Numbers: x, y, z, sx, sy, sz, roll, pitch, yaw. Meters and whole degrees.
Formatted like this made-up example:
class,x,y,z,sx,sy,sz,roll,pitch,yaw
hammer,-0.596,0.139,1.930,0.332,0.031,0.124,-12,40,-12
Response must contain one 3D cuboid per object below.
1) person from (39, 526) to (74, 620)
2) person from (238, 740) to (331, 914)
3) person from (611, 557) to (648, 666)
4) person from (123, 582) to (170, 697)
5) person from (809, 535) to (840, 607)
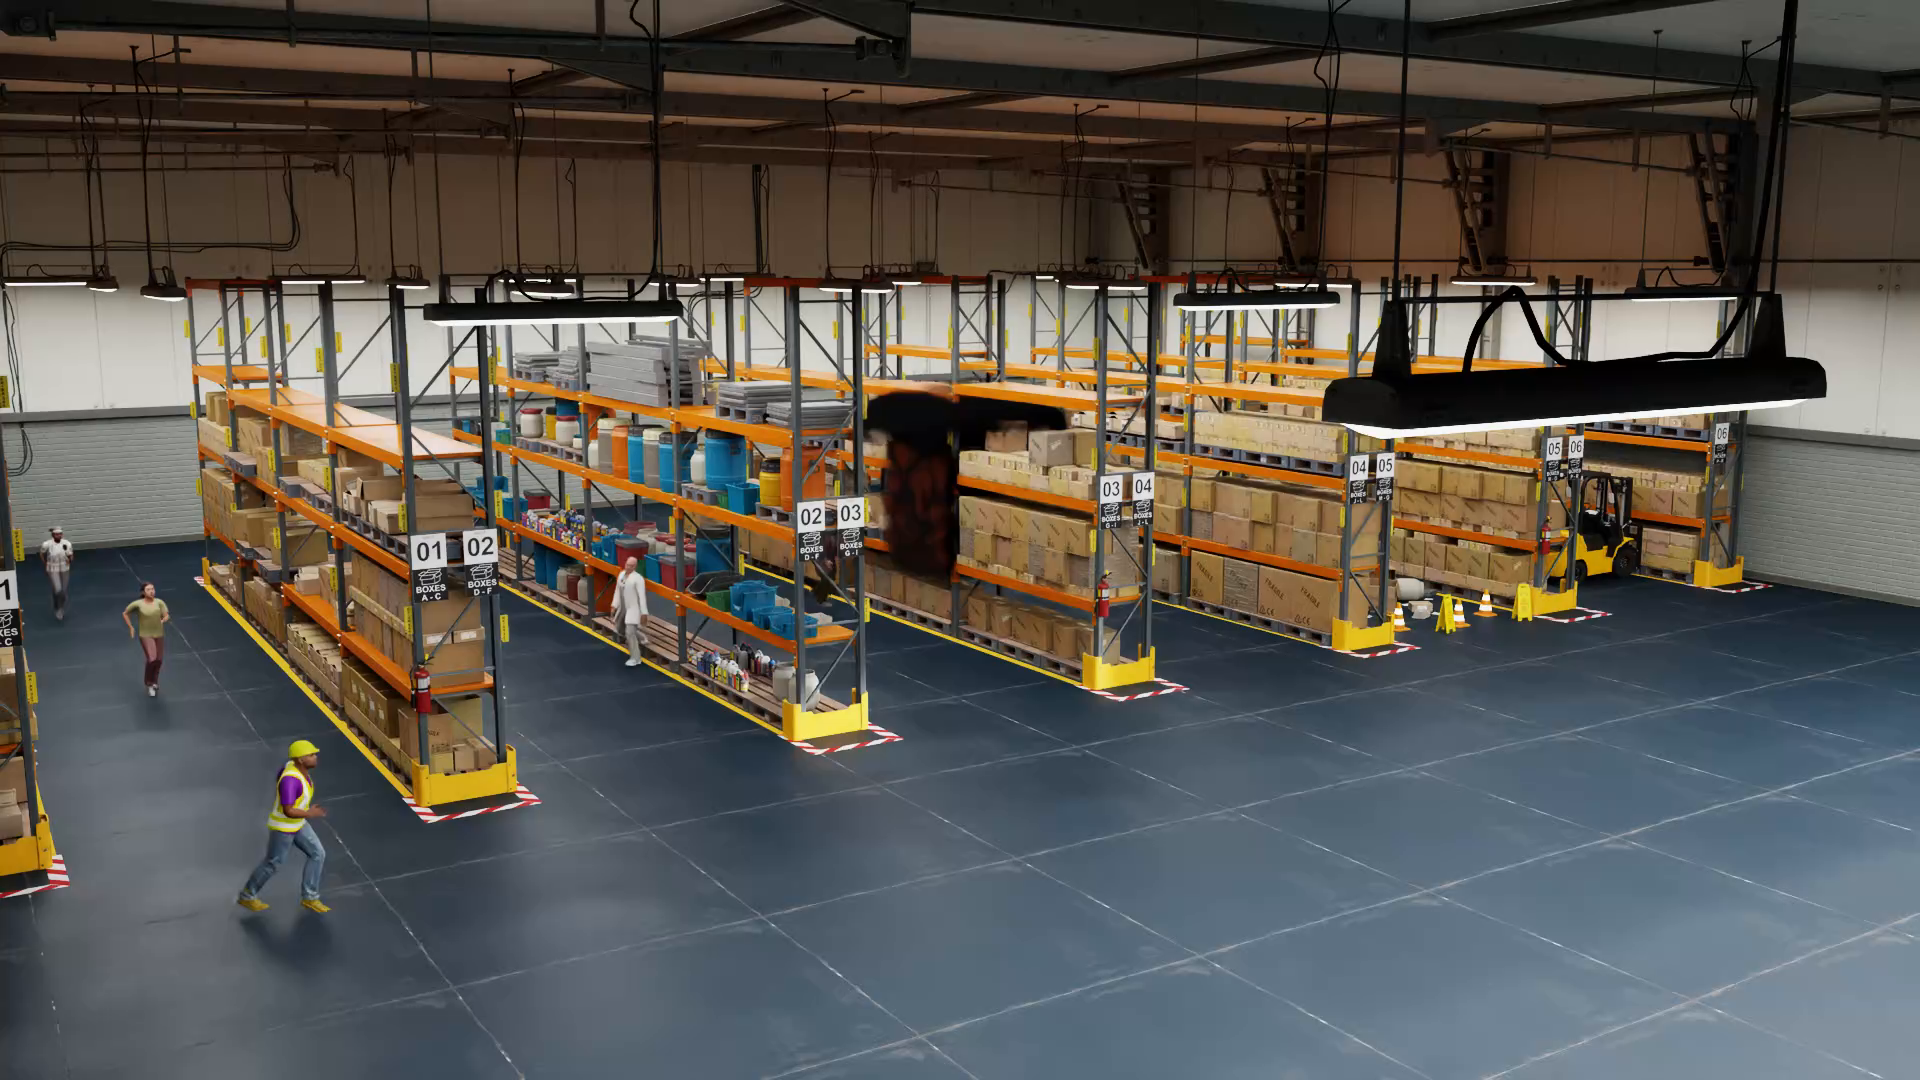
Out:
class,x,y,z,sx,sy,sz,roll,pitch,yaw
person,-16.069,0.573,29.654,0.489,1.706,0.802,-9,13,-42
person,-6.592,2.817,16.172,0.908,1.768,0.711,-1,10,-5
person,-5.199,1.082,26.417,0.870,1.713,0.793,8,12,40
person,-11.872,1.445,24.397,0.685,1.689,0.562,9,13,42
person,-2.435,0.397,29.612,0.909,1.619,0.694,8,13,40
